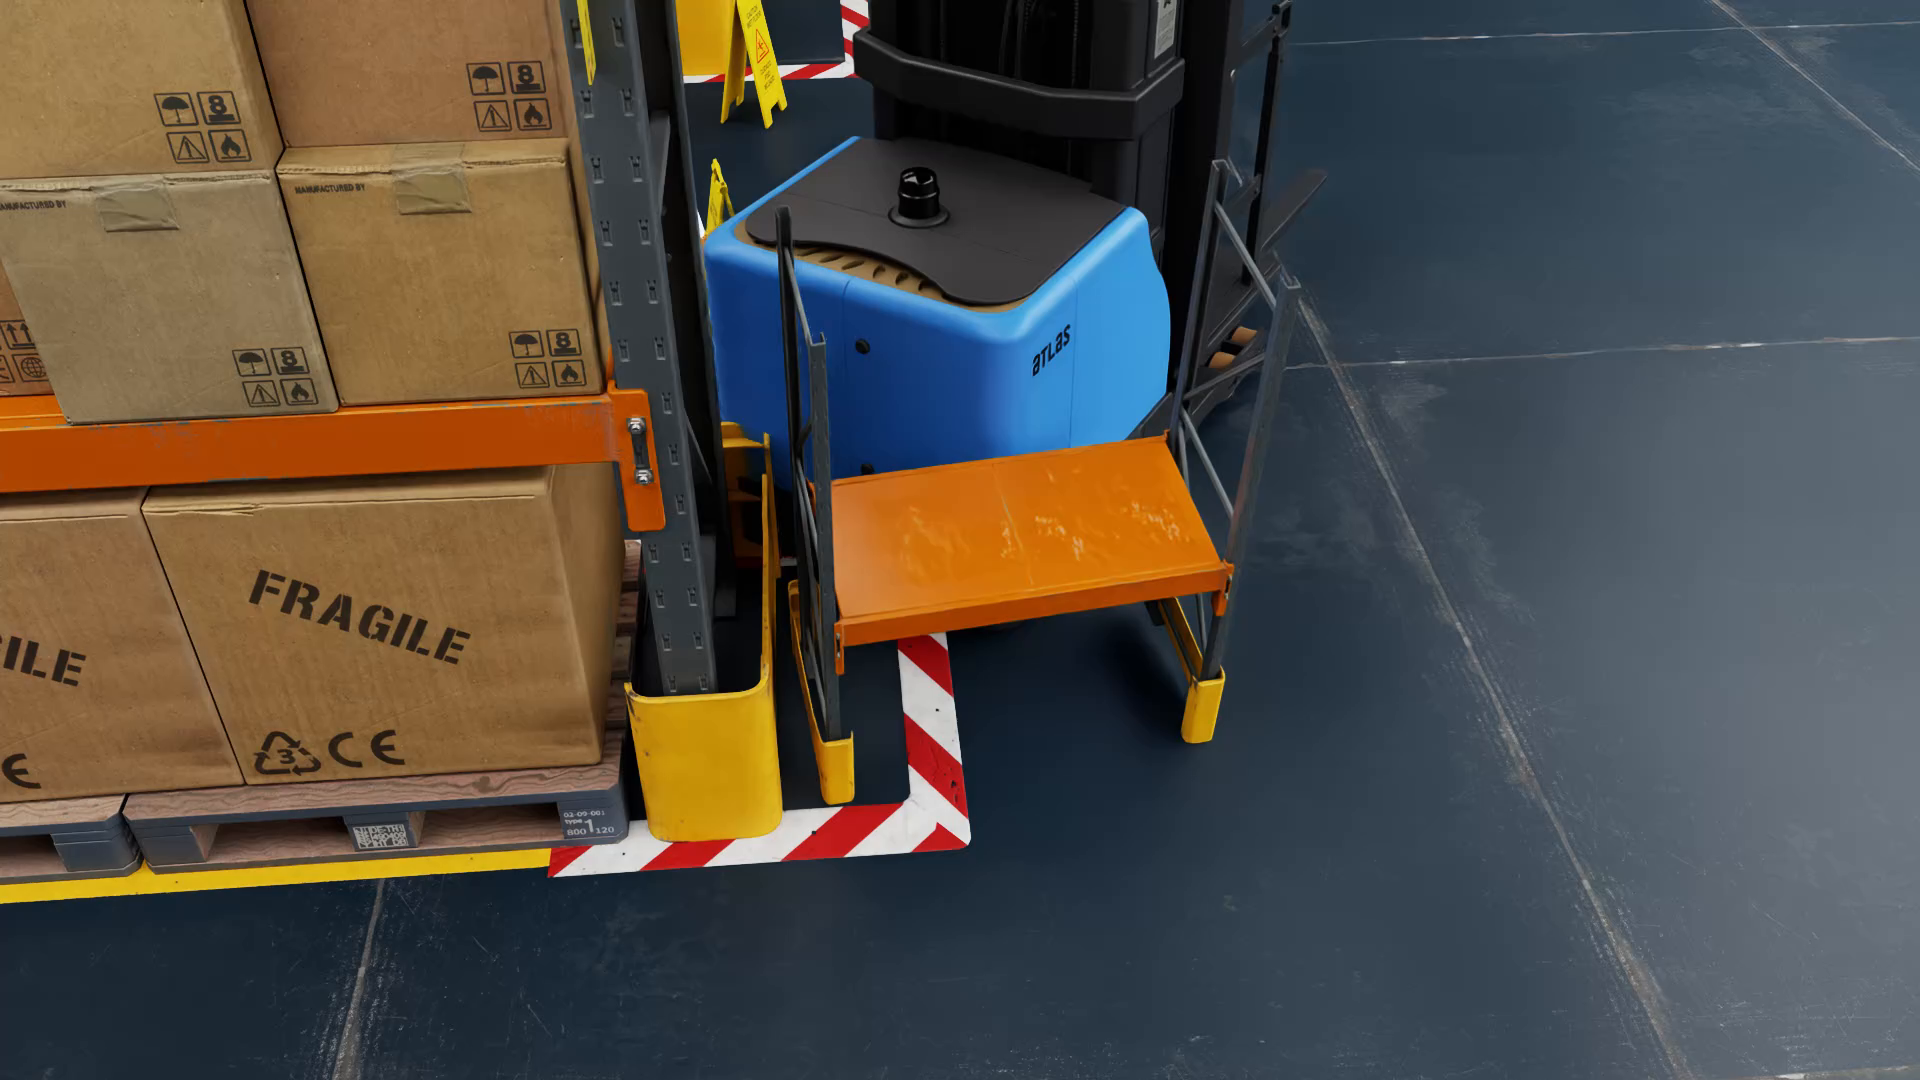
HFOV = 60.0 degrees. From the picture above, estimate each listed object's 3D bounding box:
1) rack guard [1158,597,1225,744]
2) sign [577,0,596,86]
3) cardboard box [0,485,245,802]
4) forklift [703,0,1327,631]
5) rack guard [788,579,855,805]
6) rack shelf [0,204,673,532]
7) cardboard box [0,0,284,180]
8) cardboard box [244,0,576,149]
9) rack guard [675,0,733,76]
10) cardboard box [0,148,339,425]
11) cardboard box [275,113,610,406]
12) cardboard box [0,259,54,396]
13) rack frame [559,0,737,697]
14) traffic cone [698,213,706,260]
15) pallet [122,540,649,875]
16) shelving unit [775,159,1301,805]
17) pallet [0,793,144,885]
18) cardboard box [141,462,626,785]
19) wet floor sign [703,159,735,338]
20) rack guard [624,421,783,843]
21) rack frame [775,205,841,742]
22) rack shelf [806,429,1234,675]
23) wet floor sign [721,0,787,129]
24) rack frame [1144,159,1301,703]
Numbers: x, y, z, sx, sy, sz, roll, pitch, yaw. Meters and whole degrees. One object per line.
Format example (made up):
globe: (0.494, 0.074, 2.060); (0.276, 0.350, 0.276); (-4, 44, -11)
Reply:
rack guard: (0.596, 0.262, 4.656); (0.087, 0.250, 0.587); (-8, 46, -10)
sign: (-0.672, -0.978, 2.942); (0.005, 0.325, 0.100); (-3, 38, -4)
cardboard box: (-2.252, 0.031, 4.166); (0.875, 0.875, 0.875); (-4, 38, -5)
forklift: (0.449, -1.780, 5.140); (1.130, 2.935, 3.031); (20, 42, 23)
rack guard: (-0.375, 0.400, 4.483); (0.087, 0.250, 0.587); (-8, 46, -10)
rack shelf: (-2.698, -0.374, 3.883); (4.000, 0.370, 1.077); (-3, 38, -4)
cardboard box: (-1.619, -1.166, 3.313); (0.550, 0.550, 0.875); (-3, 38, -4)
cardboard box: (-1.079, -1.253, 3.423); (0.550, 0.550, 0.875); (-3, 38, -4)
rack guard: (-1.321, -2.829, 8.432); (0.348, 0.500, 1.175); (-3, 38, -4)
cardboard box: (-1.618, -0.733, 3.637); (0.550, 0.550, 0.875); (-3, 38, -4)
cardboard box: (-1.072, -0.777, 3.692); (0.550, 0.550, 0.875); (-3, 38, -4)
cardboard box: (-2.186, -0.780, 3.696); (0.550, 0.550, 0.875); (-3, 38, -4)
rack frame: (-0.706, -0.766, 3.800); (0.127, 3.000, 1.000); (-3, 38, -4)
traffic cone: (-1.122, -1.333, 6.566); (0.334, 0.463, 0.336); (-3, 38, -4)
pallet: (-1.496, 0.421, 4.547); (1.213, 0.211, 1.003); (-3, 38, -4)
shelving unit: (0.127, -0.108, 4.124); (1.083, 1.500, 0.587); (-8, 46, -10)
pallet: (-2.708, 0.486, 4.464); (1.213, 0.211, 1.003); (-3, 38, -4)
cardboard box: (-1.376, -0.019, 4.229); (0.875, 0.875, 0.875); (-3, 38, -4)
wet floor sign: (-0.853, -1.065, 6.079); (0.232, 0.644, 0.267); (-9, 39, -12)
rack guard: (-0.682, 0.214, 4.576); (0.348, 0.500, 1.175); (-3, 38, -4)
rack frame: (-0.359, -0.039, 4.038); (0.032, 1.500, 0.500); (-8, 46, -10)
rack shelf: (0.131, 0.017, 4.254); (1.000, 0.185, 0.538); (-8, 46, -10)
wet floor sign: (-0.961, -2.241, 7.569); (0.232, 0.644, 0.267); (9, 39, 12)
rack frame: (0.632, -0.180, 4.214); (0.032, 1.500, 0.500); (-8, 46, -10)
